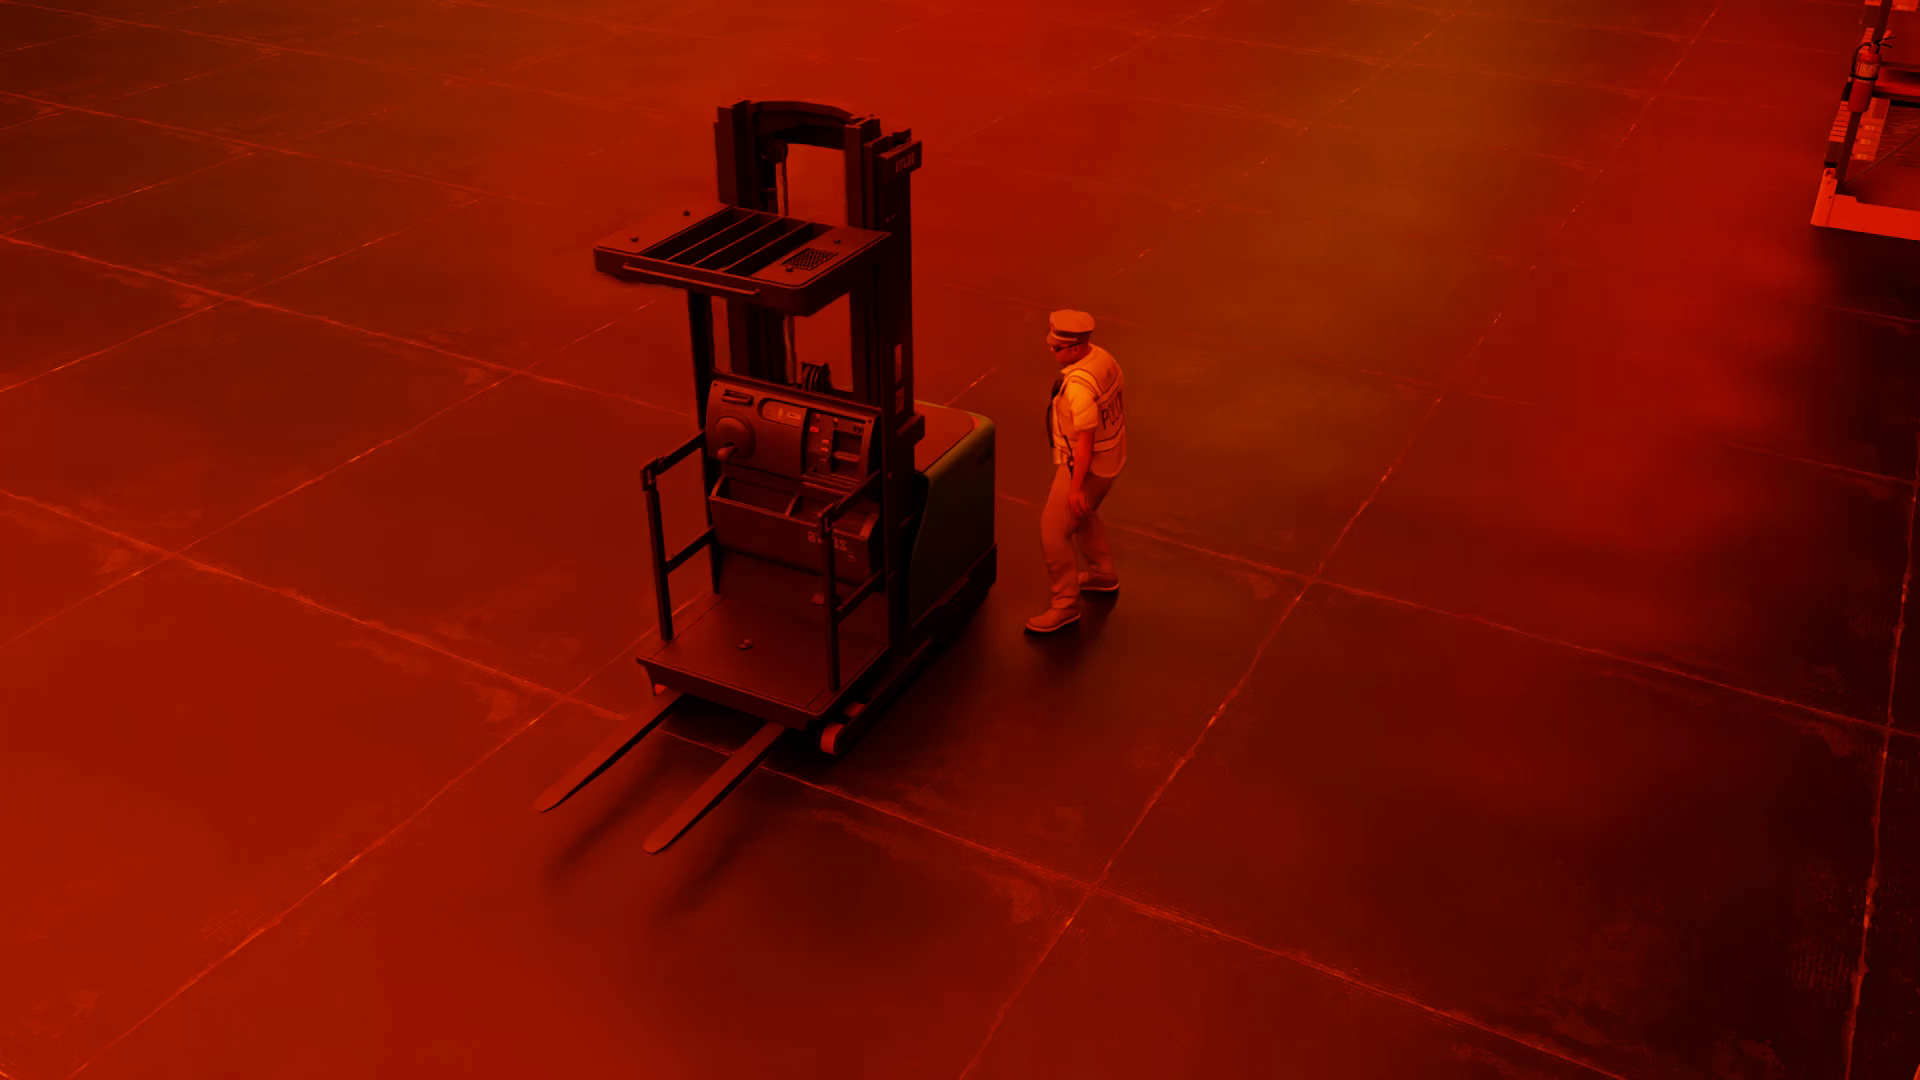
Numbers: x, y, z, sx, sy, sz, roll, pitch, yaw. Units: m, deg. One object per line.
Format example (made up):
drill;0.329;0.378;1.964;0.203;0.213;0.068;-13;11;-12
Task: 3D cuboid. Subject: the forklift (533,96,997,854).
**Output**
forklift;-0.922;-0.465;7.876;1.130;2.935;3.031;15;33;24

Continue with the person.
person;0.664;-0.407;9.003;0.425;1.722;0.874;9;31;15
